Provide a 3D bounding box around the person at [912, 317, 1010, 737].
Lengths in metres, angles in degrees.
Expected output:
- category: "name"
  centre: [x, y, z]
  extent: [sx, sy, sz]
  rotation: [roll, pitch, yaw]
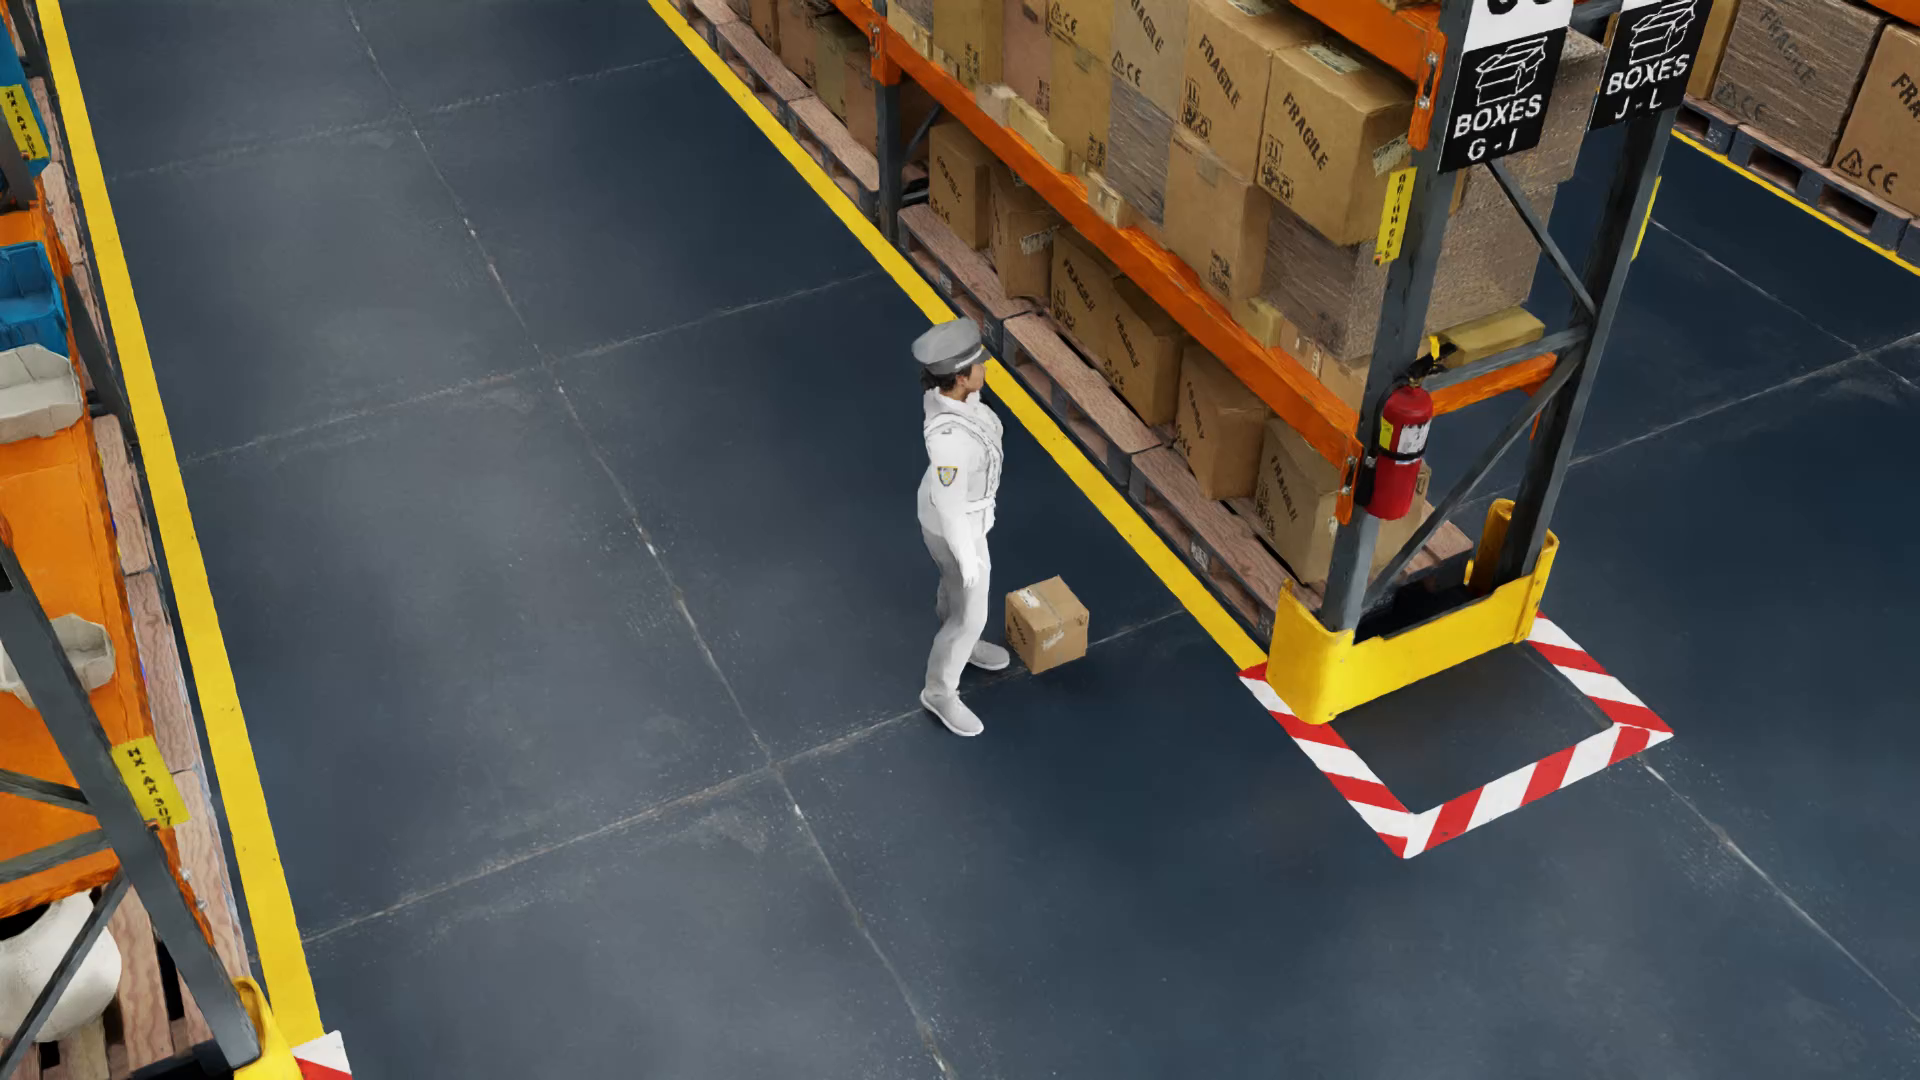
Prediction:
- category: "person"
  centre: [0.019, -0.046, 6.192]
  extent: [0.373, 1.712, 0.573]
  rotation: [0, 42, 0]
